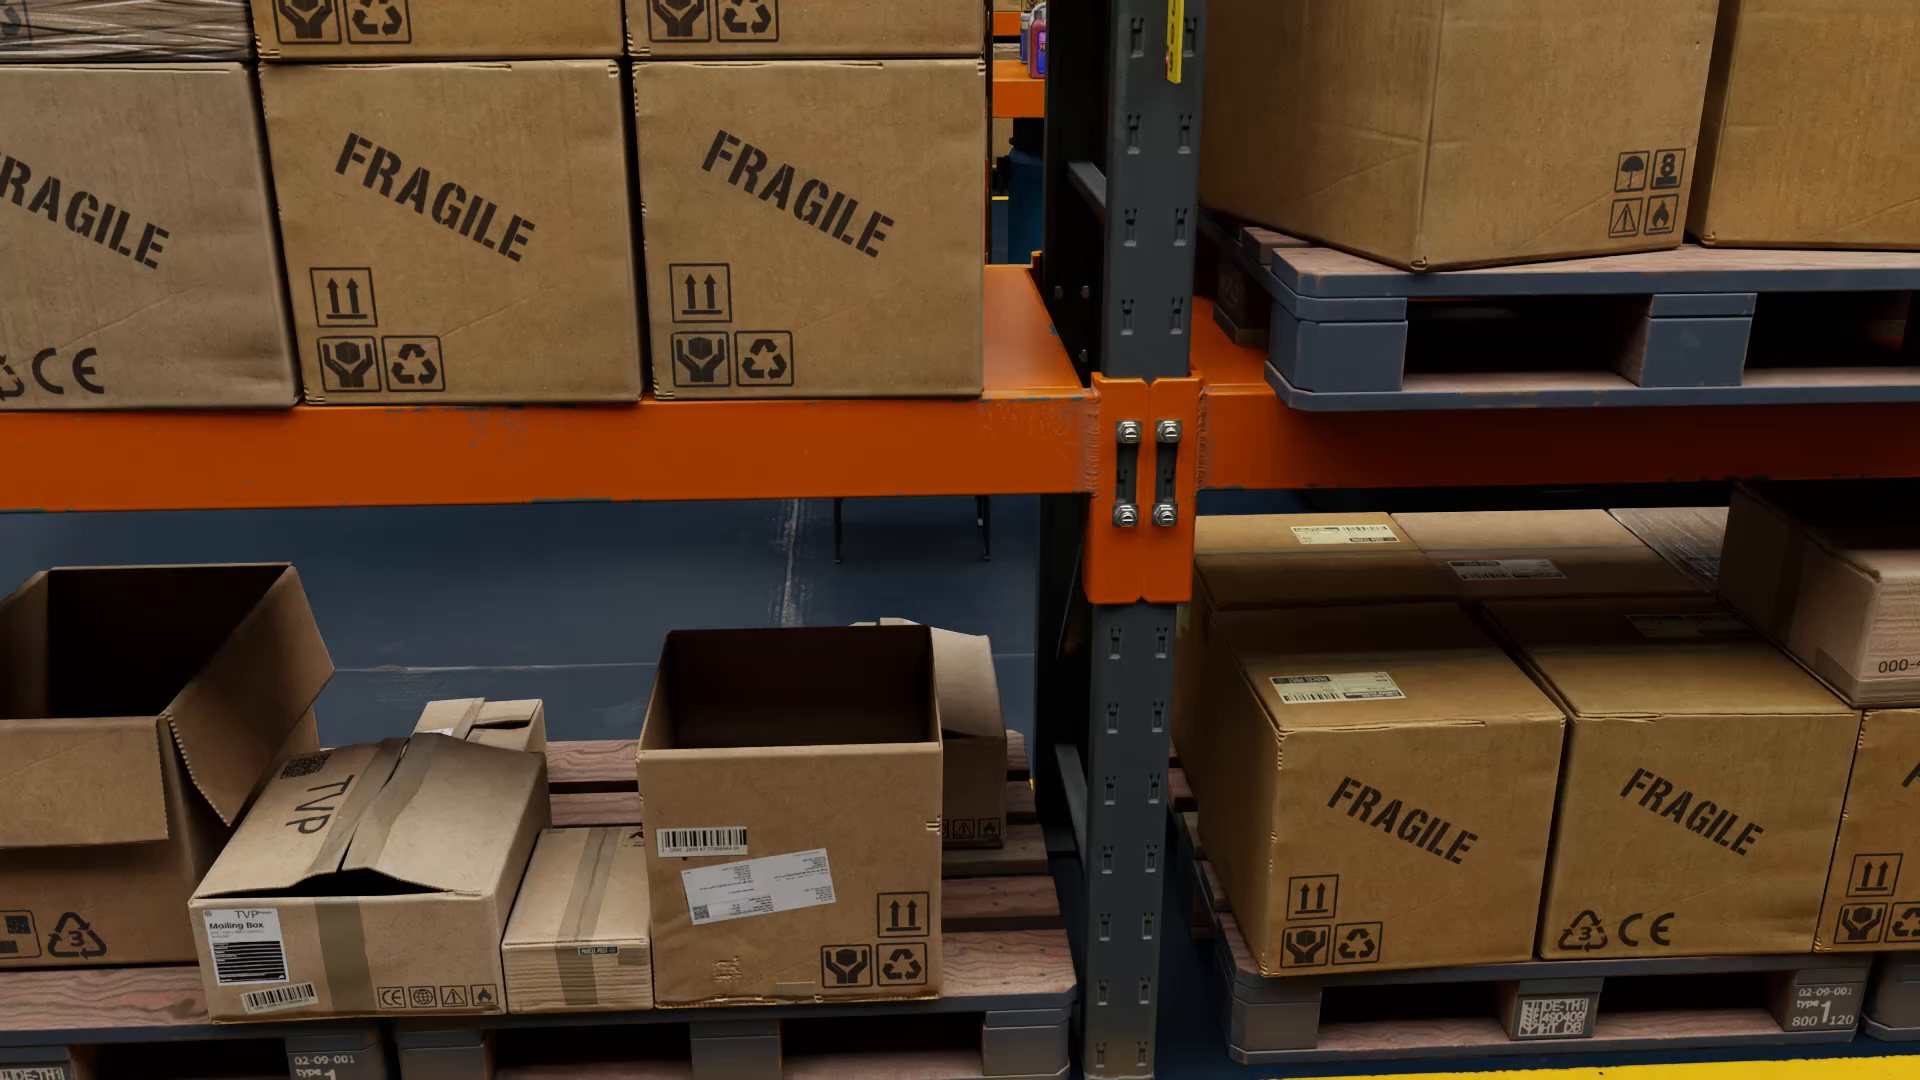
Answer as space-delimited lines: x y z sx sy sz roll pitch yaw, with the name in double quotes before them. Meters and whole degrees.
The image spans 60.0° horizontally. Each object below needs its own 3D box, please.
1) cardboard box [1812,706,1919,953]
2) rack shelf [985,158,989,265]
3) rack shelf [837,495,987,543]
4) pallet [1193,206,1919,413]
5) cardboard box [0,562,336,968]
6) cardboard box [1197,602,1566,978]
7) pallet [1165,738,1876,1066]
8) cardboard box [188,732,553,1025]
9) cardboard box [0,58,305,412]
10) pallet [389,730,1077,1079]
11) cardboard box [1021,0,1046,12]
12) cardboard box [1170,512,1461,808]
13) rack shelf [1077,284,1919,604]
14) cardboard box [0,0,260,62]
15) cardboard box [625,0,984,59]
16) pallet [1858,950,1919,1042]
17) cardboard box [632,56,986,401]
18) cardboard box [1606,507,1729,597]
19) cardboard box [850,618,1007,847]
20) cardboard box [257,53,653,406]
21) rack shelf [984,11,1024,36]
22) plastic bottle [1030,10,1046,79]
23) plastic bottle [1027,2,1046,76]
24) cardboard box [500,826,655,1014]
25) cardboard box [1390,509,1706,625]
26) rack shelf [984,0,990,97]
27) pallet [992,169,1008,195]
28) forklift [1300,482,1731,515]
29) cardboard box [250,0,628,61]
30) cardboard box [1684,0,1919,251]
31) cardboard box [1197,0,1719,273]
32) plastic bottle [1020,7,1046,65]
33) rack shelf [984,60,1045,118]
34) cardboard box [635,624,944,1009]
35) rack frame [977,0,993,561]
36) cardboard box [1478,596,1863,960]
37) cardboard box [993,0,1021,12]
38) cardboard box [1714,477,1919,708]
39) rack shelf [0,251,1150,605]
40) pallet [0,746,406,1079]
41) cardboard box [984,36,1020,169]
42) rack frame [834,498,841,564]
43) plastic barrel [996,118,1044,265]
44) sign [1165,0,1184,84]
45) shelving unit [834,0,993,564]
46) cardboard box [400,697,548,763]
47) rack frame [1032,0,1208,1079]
"cardboard box" 1.789 0.428 3.176 0.500 0.500 0.500 -1 21 -2
"rack shelf" -0.165 -0.965 5.243 0.480 0.518 0.431 -1 21 -3
"rack shelf" -0.165 -0.311 5.492 0.480 0.518 0.431 -1 21 -3
"pallet" 1.065 -0.477 2.927 1.213 0.211 1.003 -1 21 -3
"cardboard box" -1.614 0.412 3.213 0.637 0.503 0.797 -1 21 -3
"cardboard box" 0.758 0.450 3.117 0.500 0.500 0.500 -2 21 -5
"pallet" 1.071 0.684 3.527 1.213 0.211 1.003 -1 21 -3
"cardboard box" -1.040 0.590 3.017 0.500 0.311 0.500 -1 21 -3
"cardboard box" -1.250 -0.512 2.610 0.500 0.500 0.500 -1 21 -2
"pallet" -0.424 0.728 3.413 1.213 0.211 1.003 -1 21 -3
"cardboard box" 0.675 -4.086 11.997 0.500 0.500 0.500 -1 21 -3
"cardboard box" 0.738 0.262 3.613 0.500 0.500 0.500 -1 21 -3
"rack shelf" 2.258 -0.293 3.187 4.000 0.370 1.077 -1 21 -3
"cardboard box" -1.243 -0.979 2.432 0.500 0.500 0.500 -1 21 -3
"cardboard box" -0.229 -1.001 2.488 0.500 0.500 0.500 -1 21 -3
"pallet" 2.292 0.658 3.595 1.213 0.211 1.003 -1 21 -3
"cardboard box" -0.223 -0.534 2.669 0.500 0.500 0.500 -1 21 -2
"cardboard box" 1.732 0.245 3.658 0.500 0.500 0.500 -1 21 -2
"cardboard box" -0.170 0.394 3.532 0.500 0.311 0.500 -1 21 -3
"cardboard box" -0.738 -0.524 2.640 0.500 0.500 0.500 -1 21 -2
"rack shelf" 1.696 -3.813 12.430 4.000 0.370 1.077 -1 21 -3
"plastic bottle" 0.373 -2.150 7.217 0.133 0.283 0.061 -1 21 -3
"plastic bottle" 0.393 -2.218 7.302 0.185 0.351 0.144 -1 21 -3
"cardboard box" -0.662 0.679 3.010 0.250 0.149 0.380 -1 21 -3
"cardboard box" 1.232 0.255 3.631 0.500 0.500 0.500 -1 21 -3
"rack shelf" -0.165 -1.619 4.994 0.480 0.518 0.431 -1 21 -3
"pallet" 0.466 -2.847 12.803 1.213 0.211 1.003 -1 21 -3
"forklift" 2.714 -1.529 5.519 3.031 2.935 1.130 -3 21 -8
"cardboard box" -0.740 -0.989 2.458 0.500 0.500 0.500 -2 21 -4
"cardboard box" 1.430 -0.799 2.772 0.500 0.500 0.700 2 21 6
"cardboard box" 0.747 -0.762 2.676 0.500 0.500 0.700 -9 22 -21
"plastic bottle" 0.357 -2.414 7.919 0.135 0.276 0.152 -1 21 -3
"rack shelf" 1.979 -2.053 7.809 4.000 0.370 1.077 -1 21 -3
"cardboard box" -0.291 0.486 3.024 0.500 0.500 0.500 -1 21 -3
"rack frame" 0.078 -0.983 5.252 0.015 2.100 0.400 -1 21 -3
"cardboard box" 1.290 0.436 3.156 0.500 0.500 0.500 -1 21 -2
"cardboard box" 0.173 -4.075 11.969 0.500 0.500 0.500 -1 21 -3
"cardboard box" 1.757 0.080 3.037 0.500 0.250 0.500 -1 21 -3
"rack shelf" -1.735 -0.212 2.974 4.000 0.370 1.077 -1 21 -3
"pallet" -1.645 0.754 3.345 1.213 0.211 1.003 -1 21 -3
"cardboard box" 0.337 -3.332 12.552 0.875 0.875 1.225 -1 21 -3
"rack frame" -0.409 -0.973 5.226 0.015 2.100 0.400 -1 21 -3
"plastic barrel" 0.526 -1.569 7.886 0.708 0.901 0.600 -1 21 -3
"sign" 0.300 -0.801 2.292 0.005 0.325 0.100 -1 21 -3
"shelving unit" -0.165 -0.978 5.239 0.503 2.100 0.431 -1 21 -3
"cardboard box" -1.033 0.482 3.502 0.250 0.166 0.380 -1 21 -3
"rack frame" 0.261 -0.589 2.952 0.127 3.000 1.000 -1 21 -3
